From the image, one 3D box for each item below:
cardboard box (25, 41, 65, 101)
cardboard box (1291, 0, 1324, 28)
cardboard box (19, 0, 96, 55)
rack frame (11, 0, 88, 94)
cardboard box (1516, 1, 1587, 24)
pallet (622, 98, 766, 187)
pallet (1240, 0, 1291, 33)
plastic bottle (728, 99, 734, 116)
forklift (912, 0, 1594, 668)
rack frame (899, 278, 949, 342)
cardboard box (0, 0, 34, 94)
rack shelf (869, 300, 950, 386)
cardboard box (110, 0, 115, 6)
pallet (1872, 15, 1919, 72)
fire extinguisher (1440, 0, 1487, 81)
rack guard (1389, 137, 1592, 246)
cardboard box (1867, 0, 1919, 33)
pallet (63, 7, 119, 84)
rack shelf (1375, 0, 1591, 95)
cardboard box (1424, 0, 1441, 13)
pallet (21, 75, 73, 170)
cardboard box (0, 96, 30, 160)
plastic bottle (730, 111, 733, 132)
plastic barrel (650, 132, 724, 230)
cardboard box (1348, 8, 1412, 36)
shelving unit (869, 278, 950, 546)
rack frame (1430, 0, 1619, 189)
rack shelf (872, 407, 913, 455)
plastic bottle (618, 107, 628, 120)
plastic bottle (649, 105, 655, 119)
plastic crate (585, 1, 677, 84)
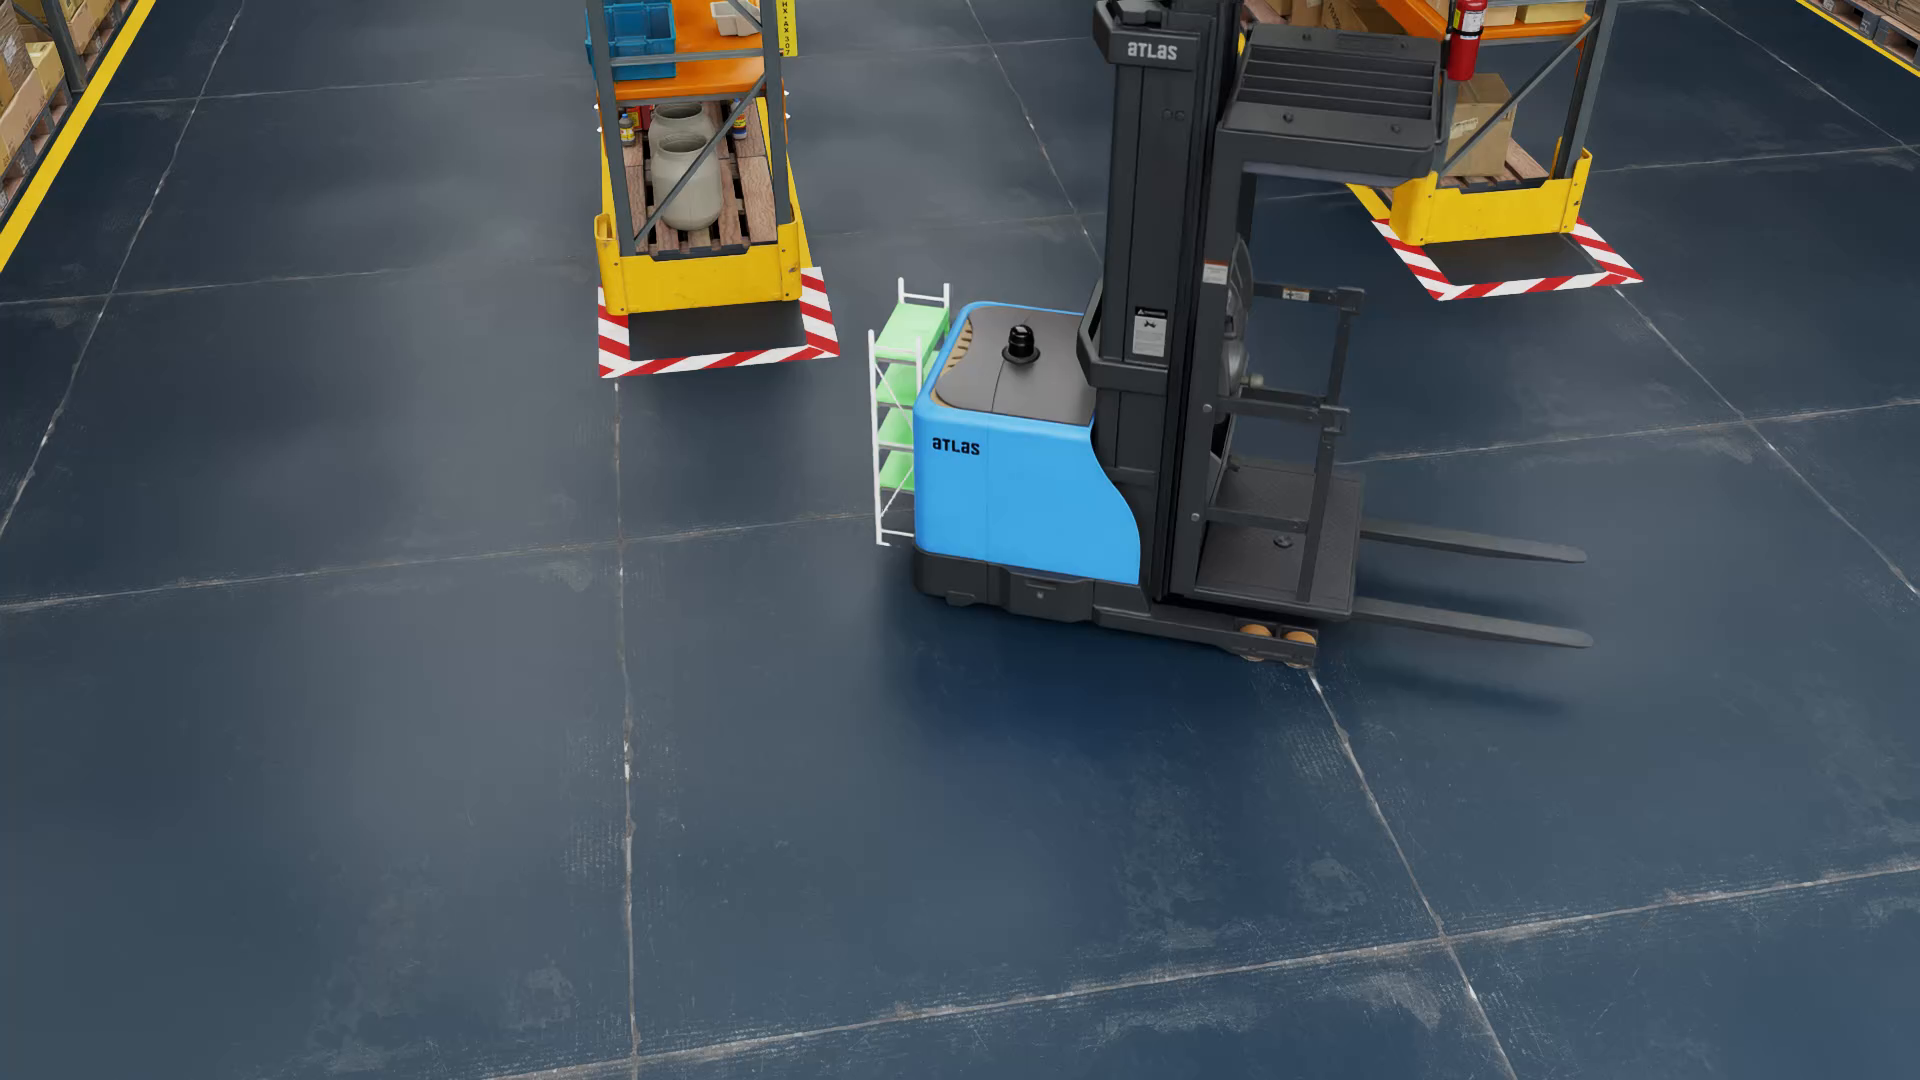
[{"bbox_3d":[-6.772,-3.344,11.908,0.500,0.250,0.500,-6,38,-8],"label":"cardboard box"},{"bbox_3d":[2.824,-4.171,12.769,0.500,0.500,0.500,5,38,7],"label":"cardboard box"},{"bbox_3d":[-6.895,-3.870,12.586,0.500,0.250,0.500,-7,38,-9],"label":"cardboard box"},{"bbox_3d":[-7.068,-4.520,11.523,1.000,3.000,0.127,-6,38,-8],"label":"rack frame"},{"bbox_3d":[3.571,-3.266,10.114,0.380,0.149,0.250,-6,38,-8],"label":"cardboard box"},{"bbox_3d":[-1.897,-2.801,11.583,1.003,0.211,1.213,-6,38,-8],"label":"pallet"},{"bbox_3d":[2.838,-4.080,13.230,1.003,0.211,1.213,-6,38,-8],"label":"pallet"},{"bbox_3d":[-1.561,-3.067,11.517,0.097,0.271,0.097,0,38,0],"label":"plastic bottle"},{"bbox_3d":[1.355,-0.948,6.981,3.031,2.935,1.130,9,39,11],"label":"forklift"},{"bbox_3d":[-0.169,-0.730,8.112,0.240,1.200,0.015,9,39,11],"label":"rack frame"},{"bbox_3d":[-6.695,-3.336,11.287,0.500,0.500,0.500,-6,38,-8],"label":"cardboard box"},{"bbox_3d":[-0.228,-0.914,7.670,0.258,0.148,0.480,9,39,11],"label":"rack shelf"},{"bbox_3d":[-7.077,-4.492,13.386,0.500,0.250,0.500,-7,38,-9],"label":"cardboard box"},{"bbox_3d":[7.860,-3.748,12.803,1.003,0.211,1.213,-6,38,-8],"label":"pallet"},{"bbox_3d":[2.953,-3.018,9.653,0.296,0.674,0.183,-6,38,-8],"label":"fire extinguisher"},{"bbox_3d":[3.373,-2.226,10.608,1.175,0.500,0.348,-6,38,-8],"label":"rack guard"},{"bbox_3d":[7.789,-4.451,12.824,0.875,0.875,0.875,-6,38,-8],"label":"cardboard box"},{"bbox_3d":[-7.236,-3.860,12.946,1.003,0.211,1.213,-6,38,-8],"label":"pallet"},{"bbox_3d":[3.036,-4.091,11.558,1.077,0.370,4.000,-6,38,-8],"label":"rack shelf"},{"bbox_3d":[3.090,-3.369,10.246,0.380,0.149,0.250,-6,38,-8],"label":"cardboard box"},{"bbox_3d":[-6.970,-2.934,11.755,1.003,0.211,1.213,-6,38,-8],"label":"pallet"},{"bbox_3d":[-6.592,-2.740,11.131,0.500,0.250,0.500,-6,38,-8],"label":"cardboard box"},{"bbox_3d":[-1.519,-2.894,11.353,0.097,0.201,0.097,0,38,0],"label":"plastic bottle"},{"bbox_3d":[-1.680,-2.207,10.232,0.421,0.512,0.421,0,38,0],"label":"plastic barrel"},{"bbox_3d":[3.064,-3.463,11.857,0.500,0.500,0.500,-3,38,-4],"label":"cardboard box"},{"bbox_3d":[-0.228,-0.585,7.925,0.258,1.200,0.503,9,39,11],"label":"shelving unit"},{"bbox_3d":[3.387,-3.167,9.782,1.000,3.000,0.127,-6,38,-8],"label":"rack frame"},{"bbox_3d":[-0.228,-0.535,7.964,0.258,0.148,0.480,9,39,11],"label":"rack shelf"},{"bbox_3d":[-2.282,-2.866,11.250,0.061,0.283,0.133,-5,38,-7],"label":"plastic bottle"},{"bbox_3d":[-2.165,-3.029,11.526,0.097,0.201,0.097,0,38,0],"label":"plastic bottle"},{"bbox_3d":[-1.872,-2.846,9.490,0.499,0.251,0.616,-6,38,-8],"label":"plastic crate"}]
